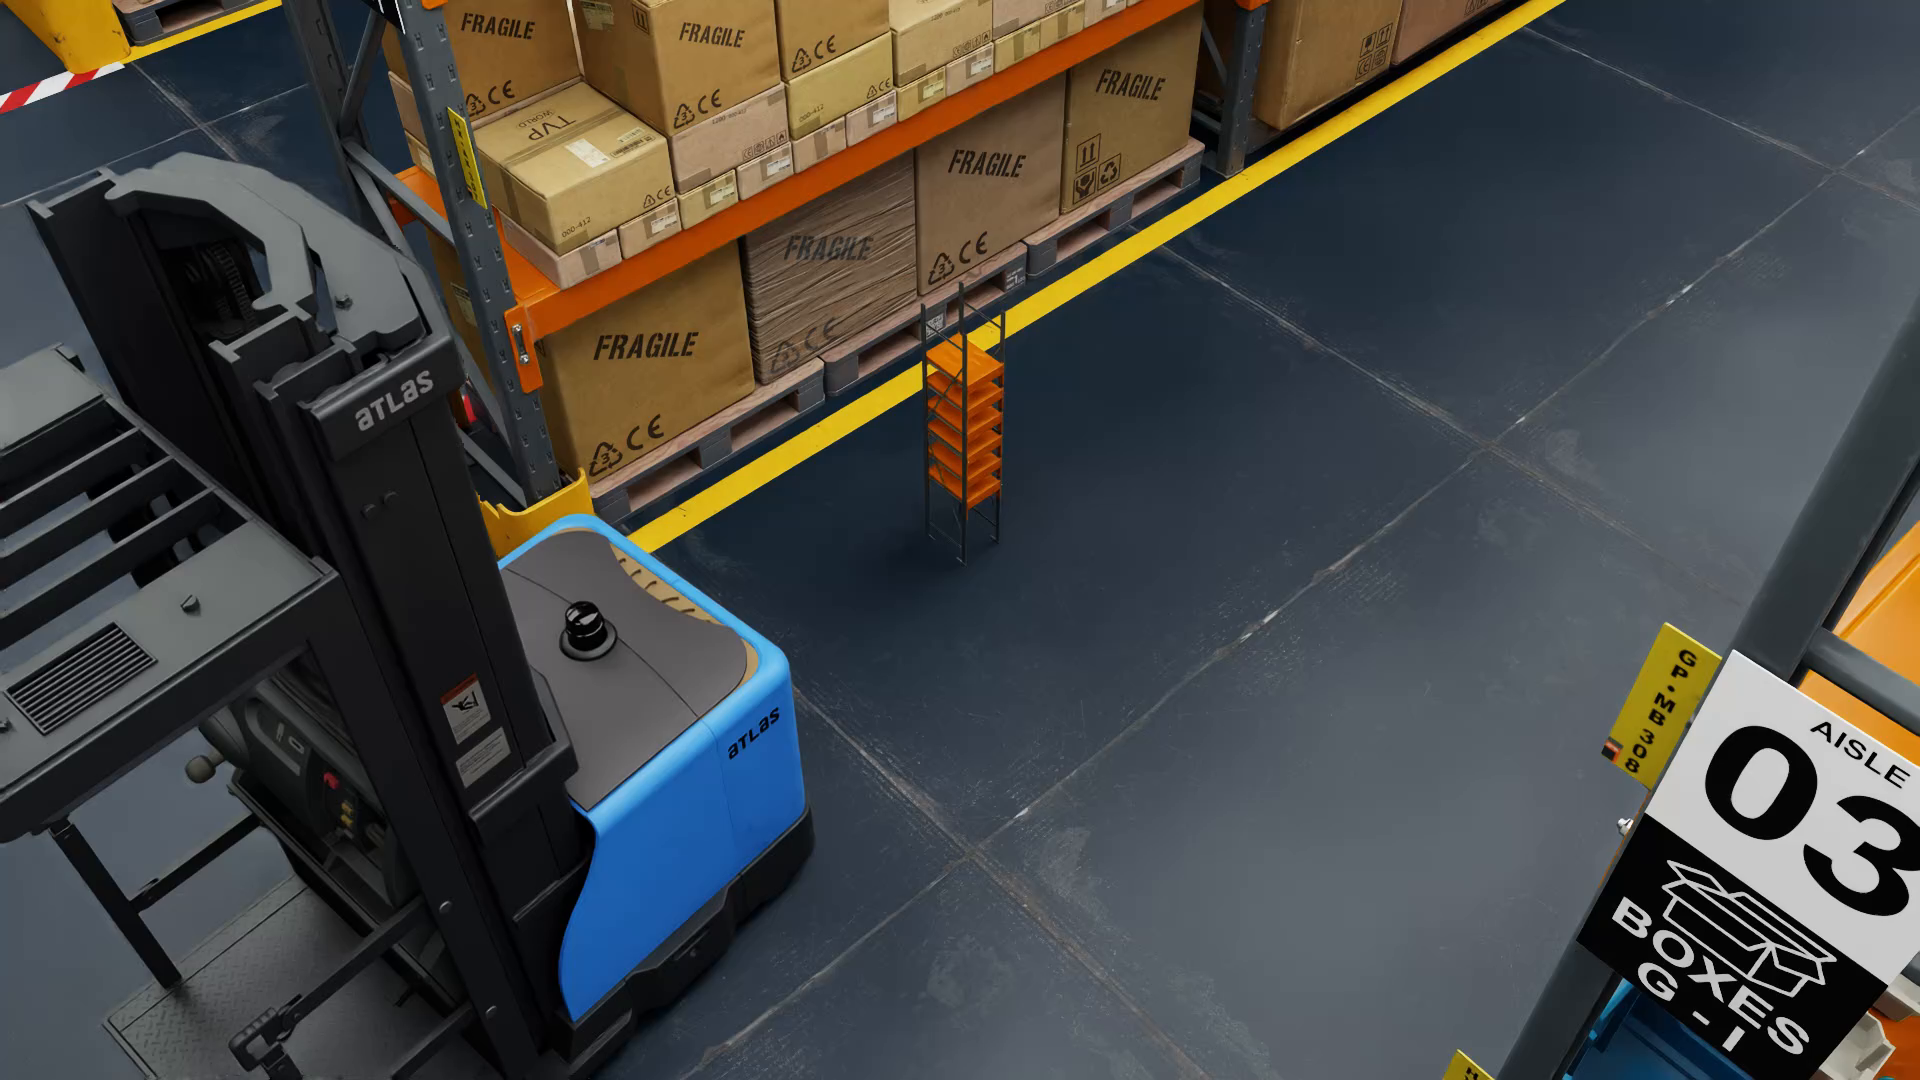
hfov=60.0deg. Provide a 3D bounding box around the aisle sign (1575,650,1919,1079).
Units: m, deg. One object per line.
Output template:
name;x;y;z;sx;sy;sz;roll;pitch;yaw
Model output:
aisle sign;1.186;0.524;2.457;0.004;0.787;0.394;-34;56;-27

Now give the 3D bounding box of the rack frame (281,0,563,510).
rack frame;-1.896;-1.164;5.783;0.127;3.000;1.000;-34;56;-27

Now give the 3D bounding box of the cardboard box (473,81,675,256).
cardboard box;-1.359;-1.305;5.812;0.500;0.250;0.500;-35;56;-28

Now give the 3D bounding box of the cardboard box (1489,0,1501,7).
cardboard box;2.834;-3.775;9.352;0.875;0.875;1.225;-34;56;-27

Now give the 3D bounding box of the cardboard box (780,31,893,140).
cardboard box;-0.605;-1.812;6.280;0.500;0.250;0.500;-36;57;-28

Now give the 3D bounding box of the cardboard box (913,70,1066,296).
cardboard box;-0.144;-1.836;7.563;0.875;0.875;0.875;-34;56;-27

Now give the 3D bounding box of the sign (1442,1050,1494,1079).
sign;1.054;1.183;3.507;0.005;0.325;0.100;-34;56;-27

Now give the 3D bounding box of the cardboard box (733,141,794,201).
cardboard box;-0.841;-1.459;6.226;0.250;0.149;0.380;-35;56;-28

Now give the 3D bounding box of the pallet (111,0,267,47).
pallet;-4.477;-3.386;9.730;1.213;0.211;1.003;-34;56;-27

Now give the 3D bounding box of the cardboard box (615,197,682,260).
cardboard box;-1.222;-1.203;5.990;0.250;0.149;0.380;-35;56;-28

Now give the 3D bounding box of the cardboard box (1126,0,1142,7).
cardboard box;0.678;-2.473;7.162;0.250;0.149;0.380;-35;56;-28

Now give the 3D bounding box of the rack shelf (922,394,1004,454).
rack shelf;0.011;-0.465;6.260;0.180;0.103;0.258;-34;56;-27

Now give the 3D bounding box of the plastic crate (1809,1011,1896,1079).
plastic crate;1.918;1.097;3.836;0.243;0.136;0.396;-34;56;-27

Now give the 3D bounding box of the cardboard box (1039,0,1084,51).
cardboard box;0.297;-2.219;6.927;0.250;0.149;0.380;-33;55;-27

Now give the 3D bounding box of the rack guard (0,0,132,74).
rack guard;-5.101;-3.101;9.271;0.348;0.500;1.175;-34;56;-27

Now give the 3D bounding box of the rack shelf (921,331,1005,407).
rack shelf;0.011;-0.628;6.084;0.180;0.103;0.258;-34;56;-27

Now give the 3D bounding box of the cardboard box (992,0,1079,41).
cardboard box;0.155;-2.321;6.750;0.500;0.250;0.500;-33;55;-26

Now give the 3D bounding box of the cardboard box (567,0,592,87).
cardboard box;-1.340;-1.848;6.314;0.500;0.250;0.500;-35;56;-28

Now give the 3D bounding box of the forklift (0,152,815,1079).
forklift;-1.842;0.672;4.136;1.130;2.935;3.031;33;55;26

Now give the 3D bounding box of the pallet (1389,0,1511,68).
pallet;2.487;-3.225;9.582;1.213;0.211;1.003;-34;56;-27

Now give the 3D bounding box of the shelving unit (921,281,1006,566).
shelving unit;0.011;-0.414;6.316;0.189;1.200;0.258;-34;56;-27

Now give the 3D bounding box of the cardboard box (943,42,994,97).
cardboard box;-0.081;-1.967;6.695;0.250;0.149;0.380;-33;55;-27

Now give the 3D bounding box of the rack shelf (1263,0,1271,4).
rack shelf;2.544;-3.887;8.785;4.000;0.370;1.077;-34;56;-27

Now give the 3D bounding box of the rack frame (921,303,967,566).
rack frame;-0.057;-0.369;6.274;0.006;1.200;0.240;-34;56;-27

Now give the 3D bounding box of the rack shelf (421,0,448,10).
rack shelf;-0.416;-2.926;5.857;4.000;0.370;1.077;-34;56;-27

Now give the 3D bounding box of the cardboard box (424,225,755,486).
cardboard box;-1.476;-0.946;6.742;0.875;0.875;0.875;-34;56;-27

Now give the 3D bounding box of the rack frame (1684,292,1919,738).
rack frame;1.436;-0.505;1.093;0.127;3.000;1.000;-34;56;-27

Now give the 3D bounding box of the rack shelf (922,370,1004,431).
rack shelf;0.011;-0.547;6.172;0.180;0.103;0.258;-34;56;-27

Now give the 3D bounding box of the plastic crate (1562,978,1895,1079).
plastic crate;1.558;1.230;3.509;0.499;0.435;0.616;-34;56;-27

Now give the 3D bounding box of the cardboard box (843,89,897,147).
cardboard box;-0.461;-1.712;6.460;0.250;0.149;0.380;-34;56;-27

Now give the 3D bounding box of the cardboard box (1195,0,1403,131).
cardboard box;1.524;-2.891;8.536;0.875;0.875;1.225;-34;56;-27

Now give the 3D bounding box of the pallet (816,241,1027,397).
pallet;-0.454;-1.256;7.766;1.213;0.211;1.003;-34;56;-27

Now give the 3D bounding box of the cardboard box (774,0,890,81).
cardboard box;-0.610;-2.066;6.004;0.500;0.500;0.500;-35;56;-28
